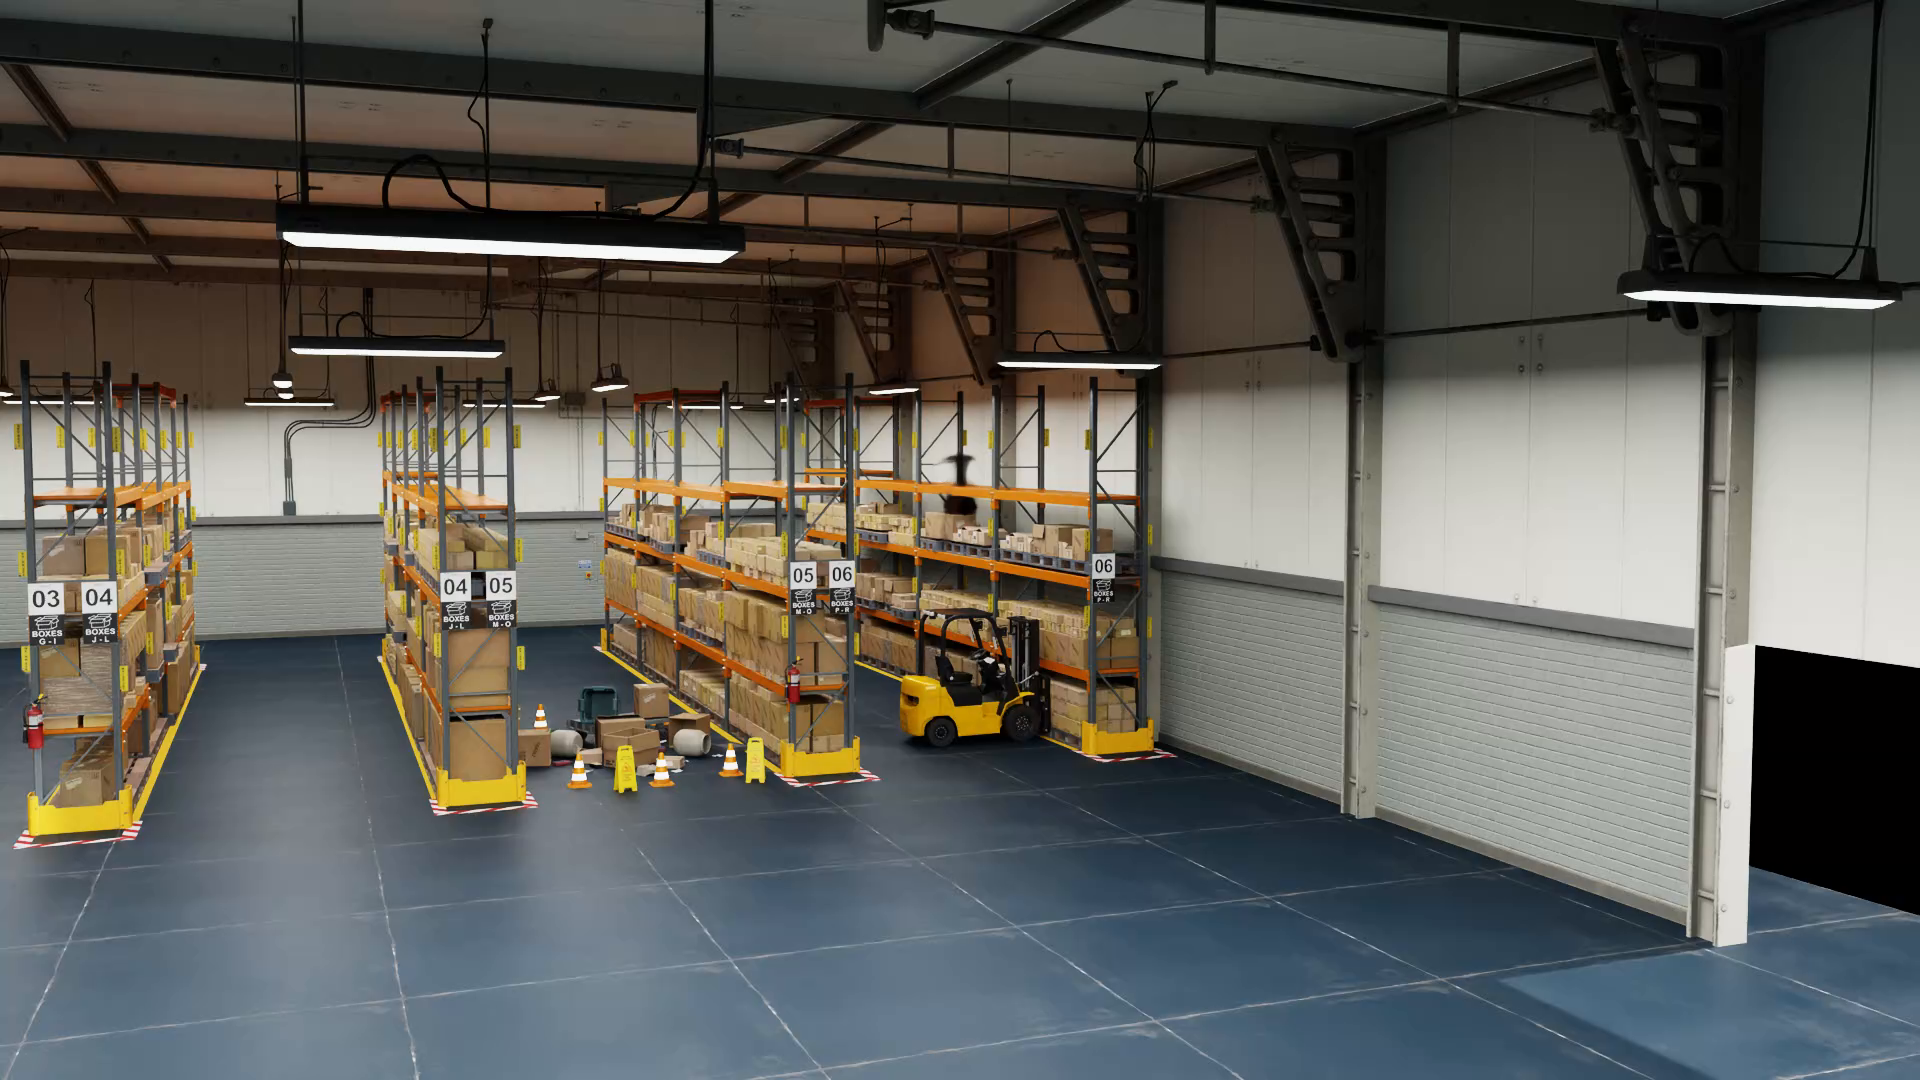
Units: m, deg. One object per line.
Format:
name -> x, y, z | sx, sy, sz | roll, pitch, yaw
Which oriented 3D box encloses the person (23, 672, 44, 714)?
person -> -16.178, 2.488, 29.250 | 0.546, 1.495, 0.828 | -3, 4, -37
